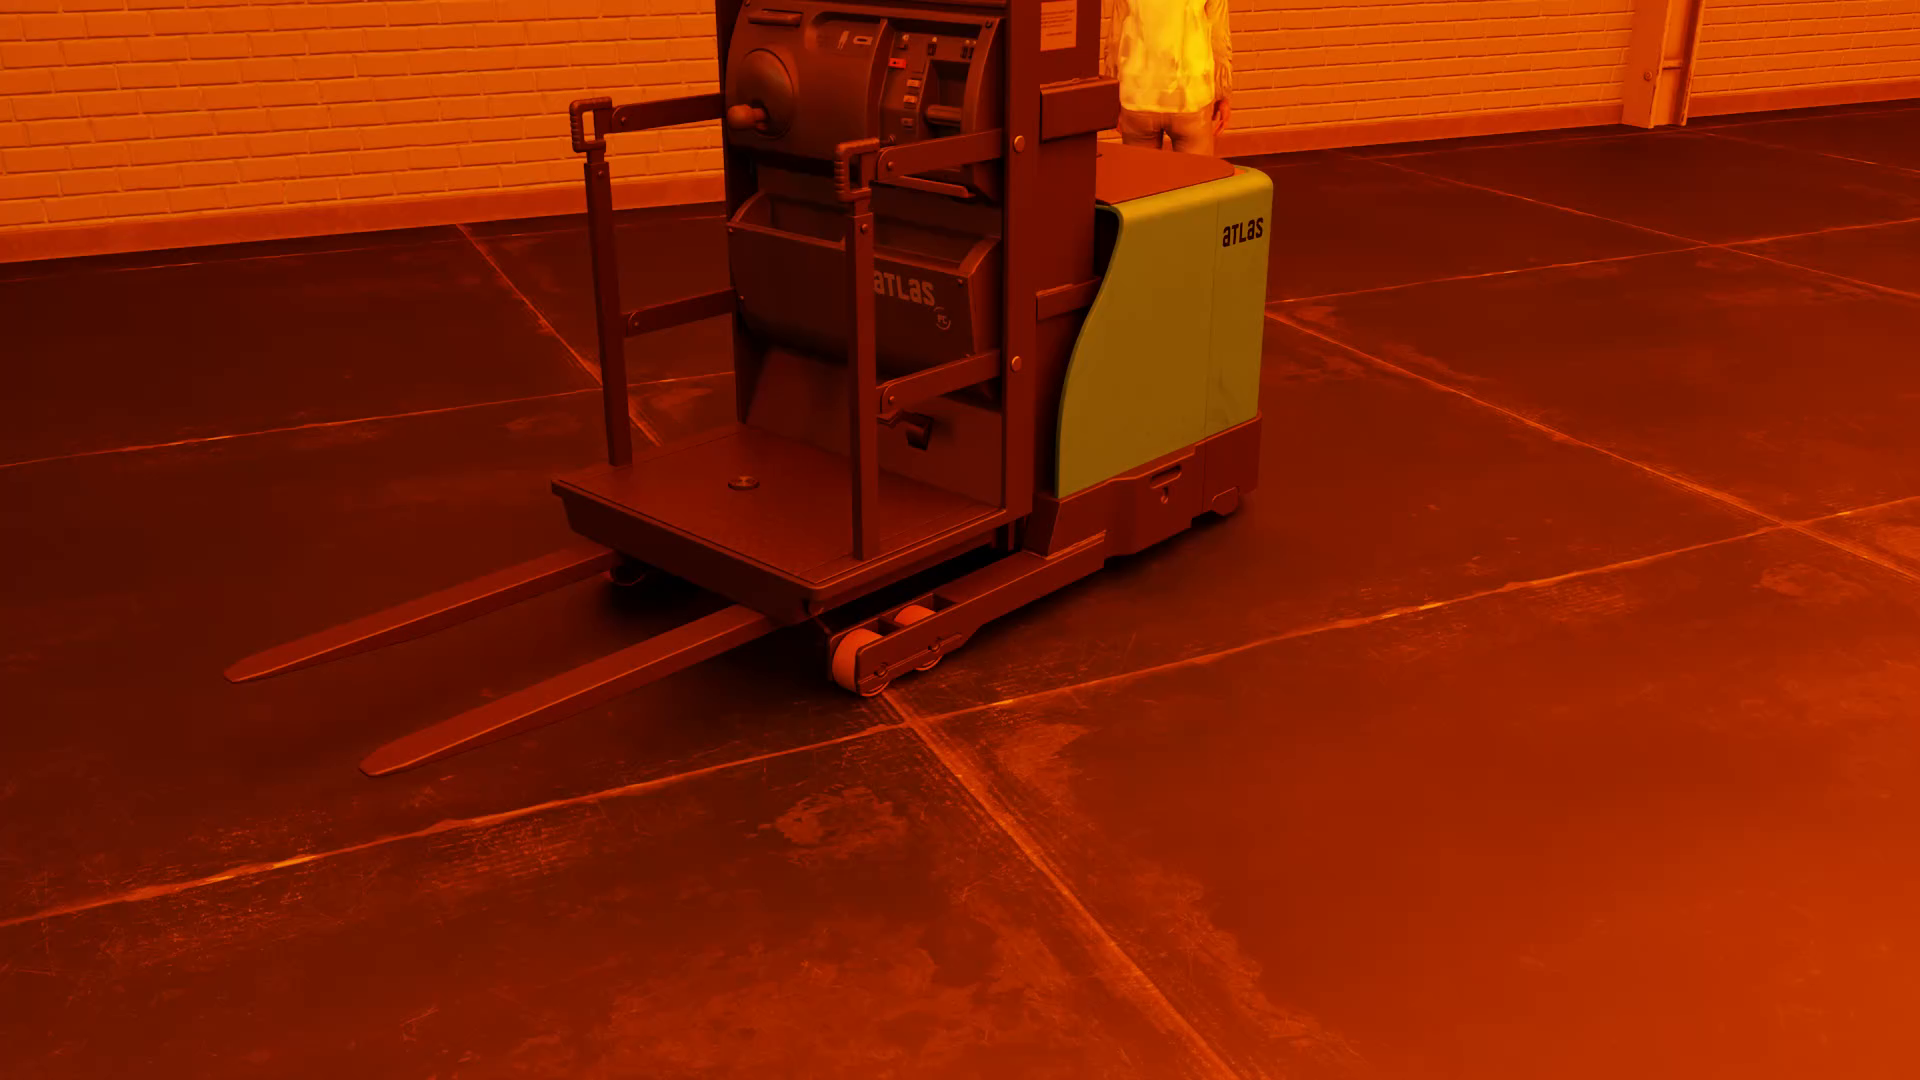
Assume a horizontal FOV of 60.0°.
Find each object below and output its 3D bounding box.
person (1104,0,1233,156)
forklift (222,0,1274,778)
[{"bbox_3d":[0.956,-2.022,7.664,0.592,1.773,0.457,6,23,15],"label":"person"},{"bbox_3d":[-0.413,-1.182,4.131,1.130,2.935,3.031,19,29,39],"label":"forklift"}]
